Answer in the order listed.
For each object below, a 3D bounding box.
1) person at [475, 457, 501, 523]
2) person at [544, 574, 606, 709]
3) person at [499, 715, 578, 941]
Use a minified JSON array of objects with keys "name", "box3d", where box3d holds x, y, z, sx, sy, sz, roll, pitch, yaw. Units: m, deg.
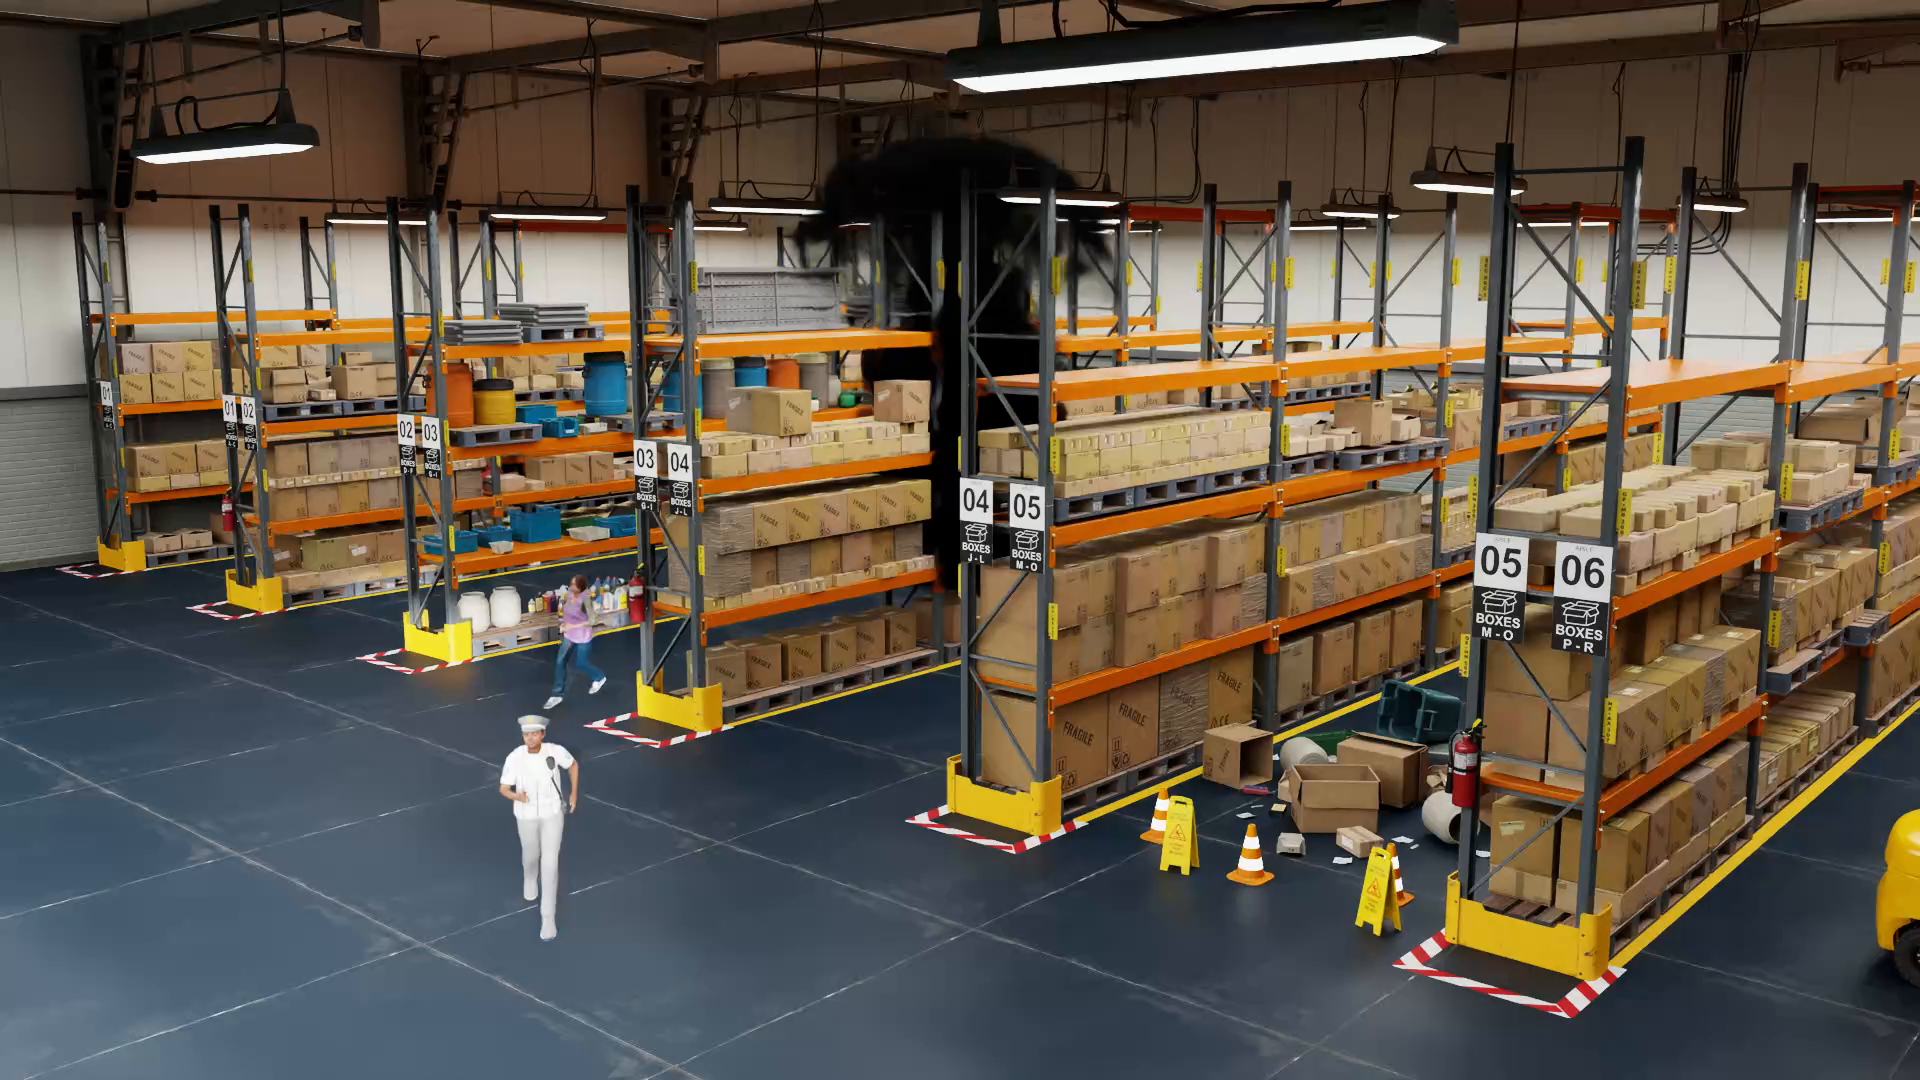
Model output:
[{"name":"person","box3d":[-8.646,-0.729,30.517,0.671,1.719,0.751,7,12,35]},{"name":"person","box3d":[-4.451,1.159,19.533,0.574,1.576,0.856,6,11,33]},{"name":"person","box3d":[-3.306,2.178,13.126,0.587,1.727,0.926,-1,10,-8]}]
